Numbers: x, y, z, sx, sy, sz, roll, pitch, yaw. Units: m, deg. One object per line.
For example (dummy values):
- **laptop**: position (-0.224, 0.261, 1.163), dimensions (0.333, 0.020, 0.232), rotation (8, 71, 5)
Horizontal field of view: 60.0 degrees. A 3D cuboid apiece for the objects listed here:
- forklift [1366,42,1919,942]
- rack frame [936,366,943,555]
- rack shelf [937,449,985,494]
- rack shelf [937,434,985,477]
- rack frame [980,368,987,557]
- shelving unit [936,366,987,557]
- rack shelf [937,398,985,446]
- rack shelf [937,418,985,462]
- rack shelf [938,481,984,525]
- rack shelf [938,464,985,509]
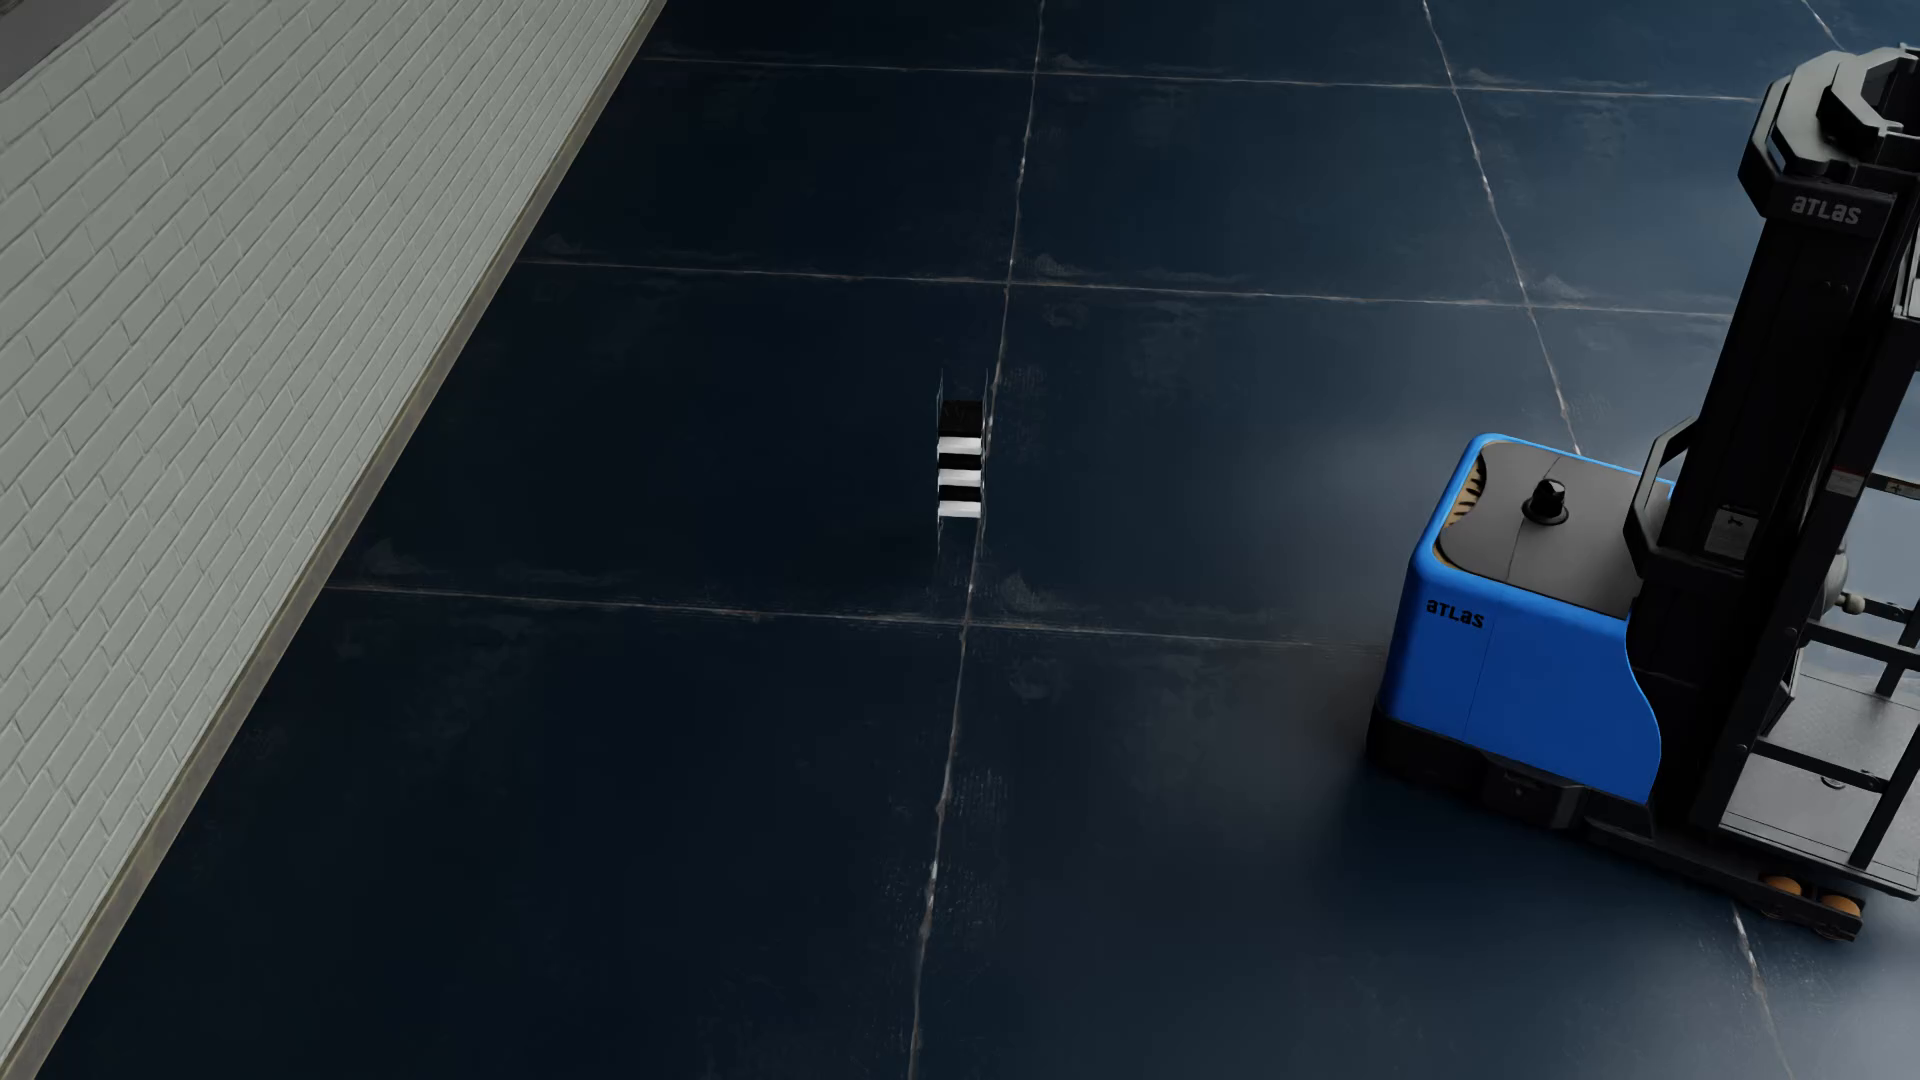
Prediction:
- **forklift**: position (3.200, -0.054, 5.665), dimensions (3.031, 2.935, 1.130), rotation (19, 43, 21)
- **rack frame**: position (-0.093, -0.354, 7.643), dimensions (0.006, 0.900, 0.240), rotation (3, 39, 4)
- **rack shelf**: position (0.008, -0.323, 7.657), dimensions (0.200, 0.077, 0.258), rotation (3, 39, 4)
- **rack shelf**: position (0.008, -0.393, 7.600), dimensions (0.200, 0.077, 0.258), rotation (3, 39, 4)
- **rack frame**: position (0.109, -0.343, 7.629), dimensions (0.006, 0.900, 0.240), rotation (3, 39, 4)
- **shelving unit**: position (0.008, -0.349, 7.636), dimensions (0.210, 0.900, 0.258), rotation (3, 39, 4)
- **rack shelf**: position (0.008, -0.532, 7.486), dimensions (0.200, 0.077, 0.258), rotation (3, 39, 4)
- **rack shelf**: position (0.008, -0.462, 7.543), dimensions (0.200, 0.077, 0.258), rotation (3, 39, 4)
- **rack shelf**: position (0.008, -0.183, 7.771), dimensions (0.200, 0.077, 0.258), rotation (3, 39, 4)
- **rack shelf**: position (0.008, -0.253, 7.714), dimensions (0.200, 0.077, 0.258), rotation (3, 39, 4)
